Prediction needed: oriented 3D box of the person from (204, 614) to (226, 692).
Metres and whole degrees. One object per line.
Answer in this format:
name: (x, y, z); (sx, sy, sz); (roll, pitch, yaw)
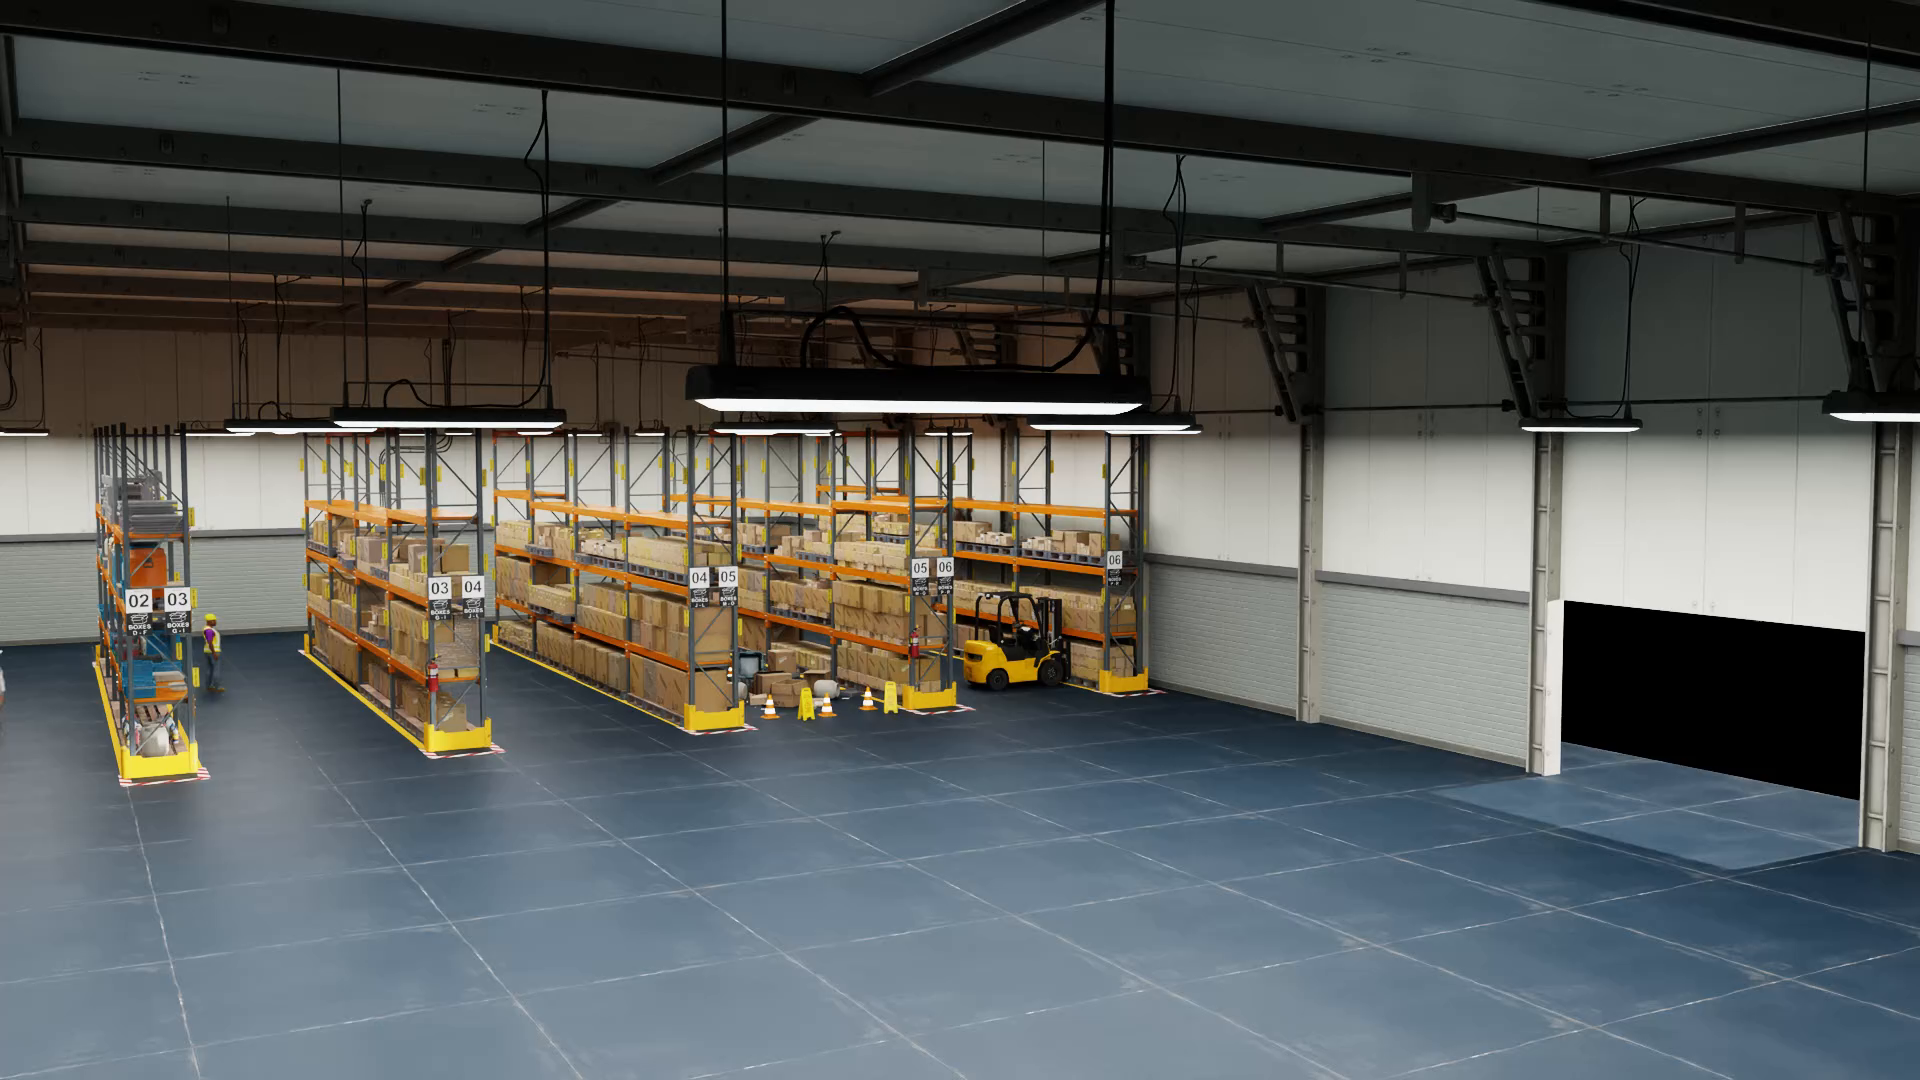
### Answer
person: (-16.896, 2.551, 37.661); (0.463, 1.762, 0.630); (-3, 5, -40)

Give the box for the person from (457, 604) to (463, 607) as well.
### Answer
person: (-14.272, 2.051, 47.220); (0.596, 1.664, 0.361); (-1, 4, -17)

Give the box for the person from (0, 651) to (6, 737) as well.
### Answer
person: (-18.470, 2.901, 31.705); (0.524, 1.767, 0.481); (0, 3, 8)
